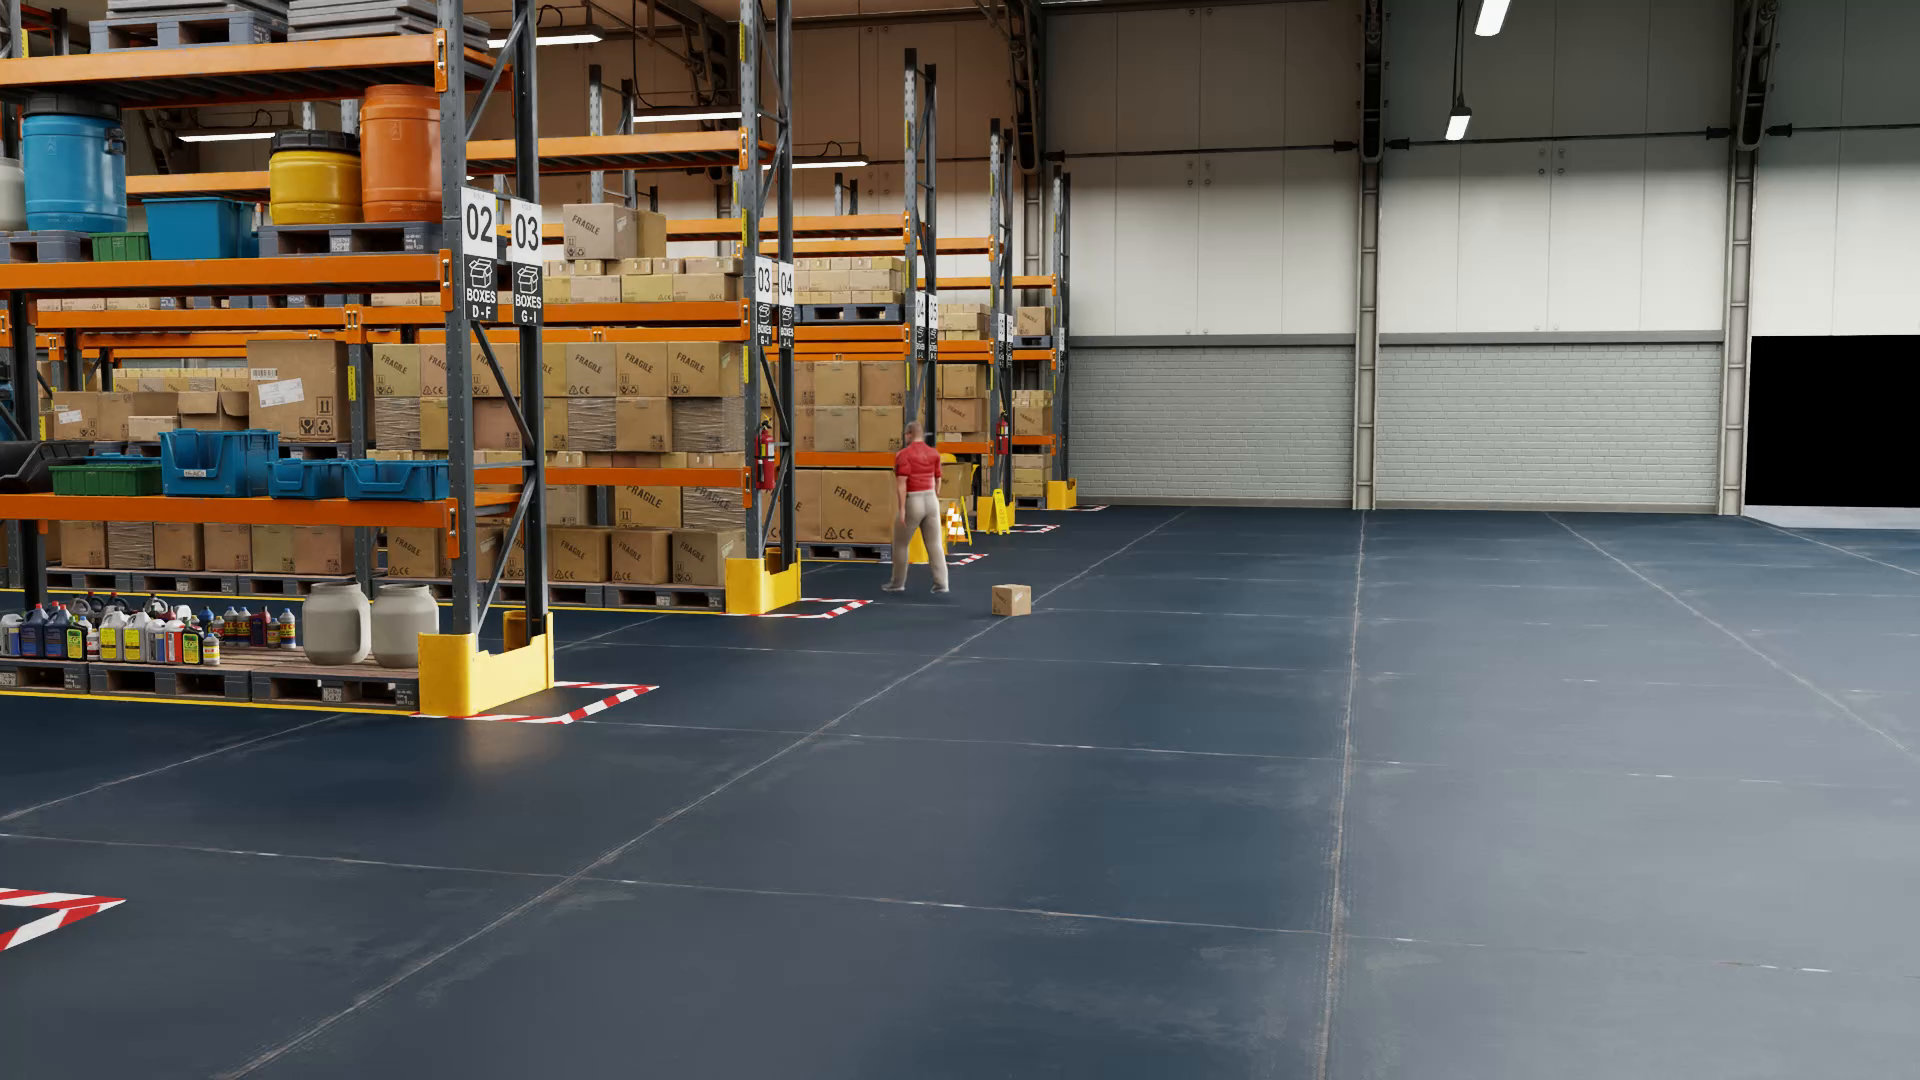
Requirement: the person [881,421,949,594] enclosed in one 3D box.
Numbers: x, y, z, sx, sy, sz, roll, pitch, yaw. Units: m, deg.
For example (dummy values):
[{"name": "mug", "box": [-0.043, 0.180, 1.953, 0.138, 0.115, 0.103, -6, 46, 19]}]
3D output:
[{"name": "person", "box": [-0.442, -0.316, 16.273, 0.558, 1.685, 0.971, -3, 5, -29]}]
